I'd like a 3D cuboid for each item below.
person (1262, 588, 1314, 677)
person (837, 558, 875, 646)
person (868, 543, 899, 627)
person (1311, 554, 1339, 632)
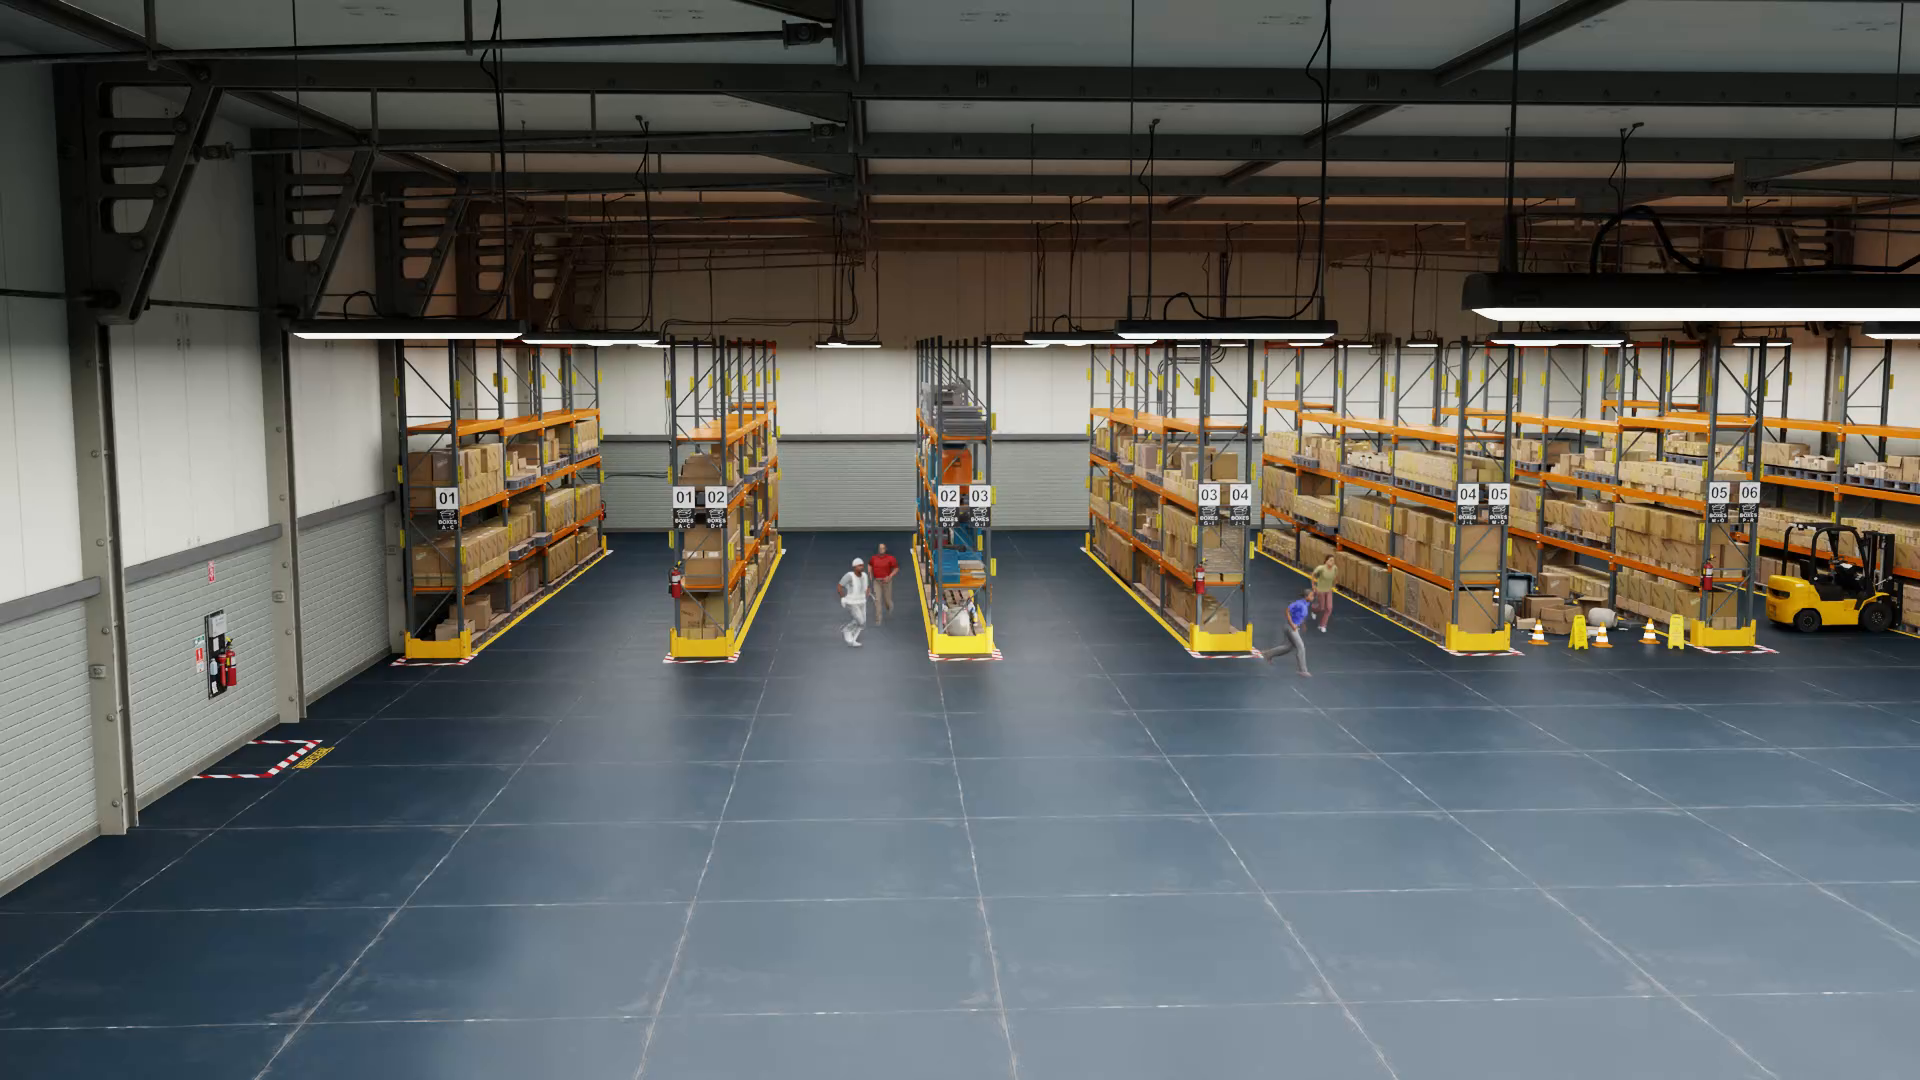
[{"bbox_3d":[5.801,1.634,29.418,0.940,1.601,0.600,4,8,33],"label":"person"},{"bbox_3d":[-1.966,1.217,32.097,0.632,1.727,0.688,6,9,43],"label":"person"},{"bbox_3d":[-1.621,0.912,34.868,0.690,1.706,0.915,1,7,8],"label":"person"},{"bbox_3d":[7.475,1.068,34.244,0.577,1.613,0.784,-2,7,-19],"label":"person"}]
